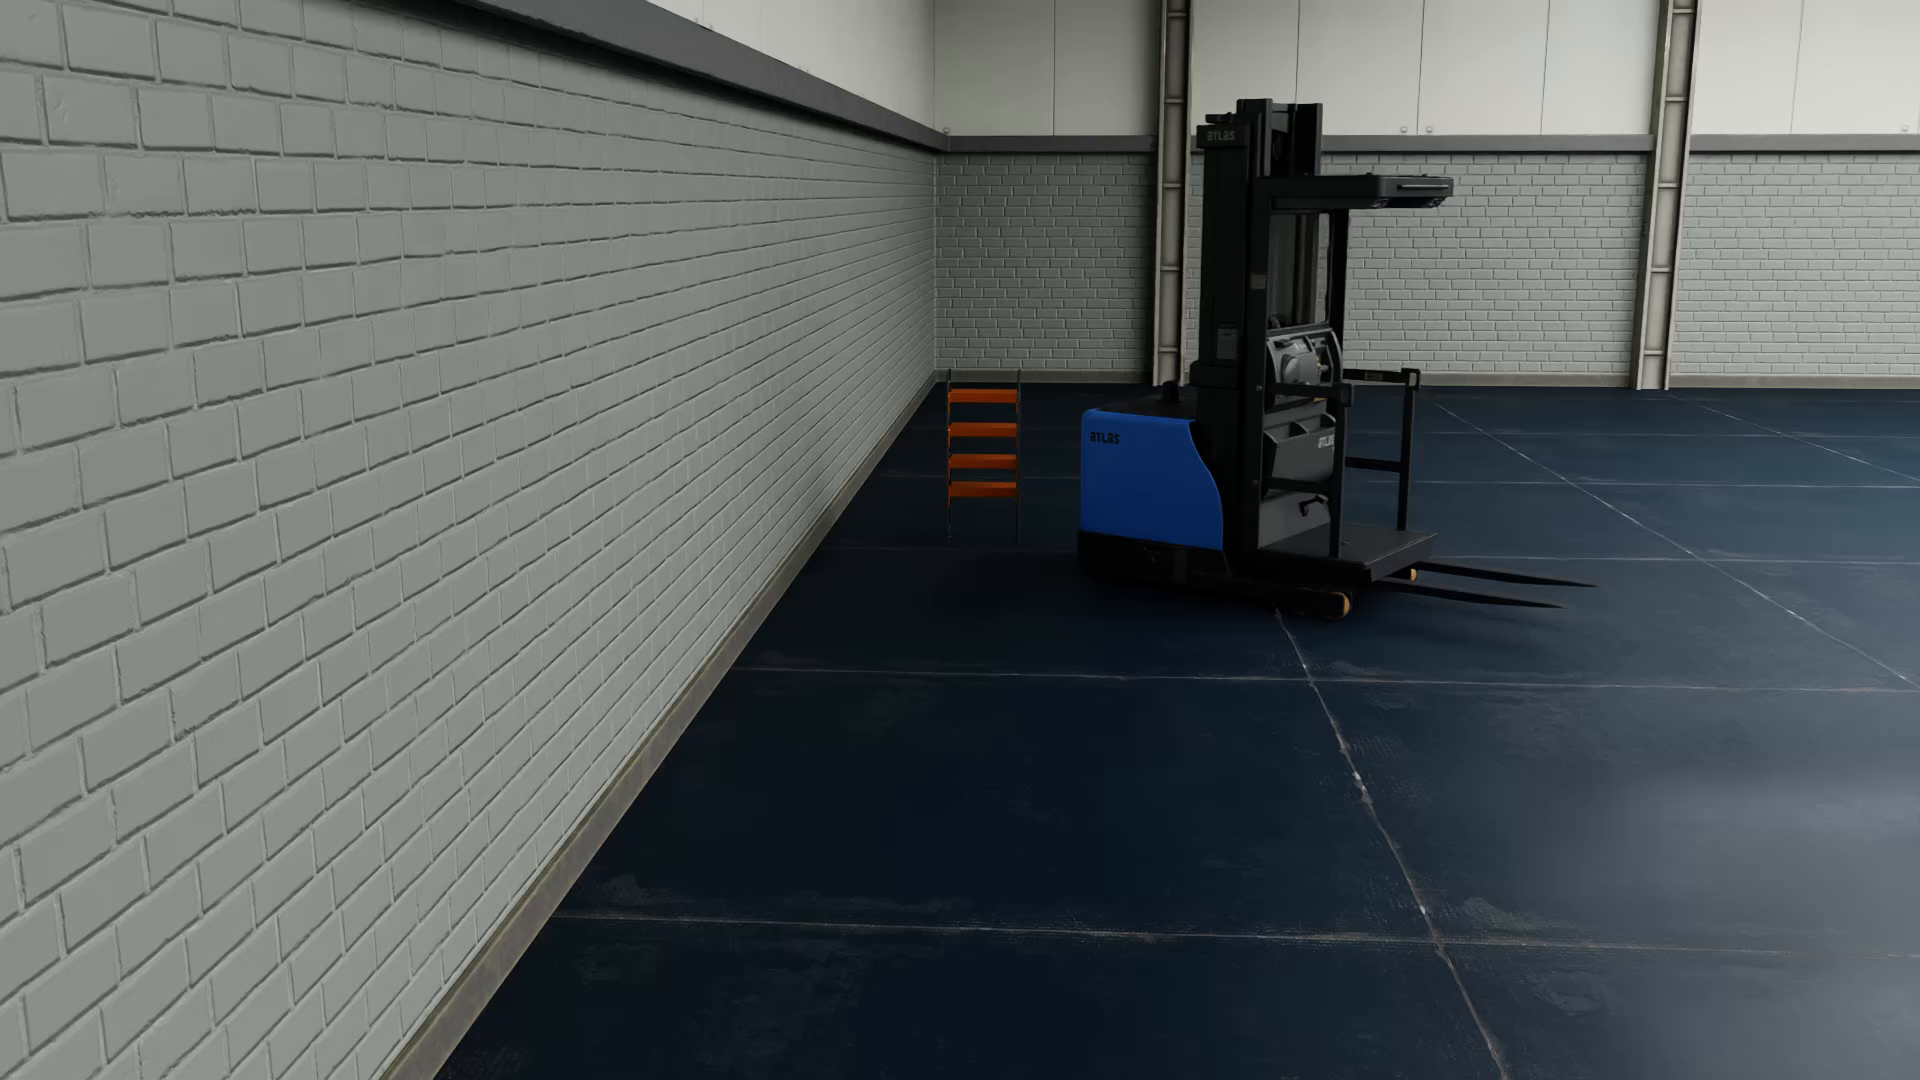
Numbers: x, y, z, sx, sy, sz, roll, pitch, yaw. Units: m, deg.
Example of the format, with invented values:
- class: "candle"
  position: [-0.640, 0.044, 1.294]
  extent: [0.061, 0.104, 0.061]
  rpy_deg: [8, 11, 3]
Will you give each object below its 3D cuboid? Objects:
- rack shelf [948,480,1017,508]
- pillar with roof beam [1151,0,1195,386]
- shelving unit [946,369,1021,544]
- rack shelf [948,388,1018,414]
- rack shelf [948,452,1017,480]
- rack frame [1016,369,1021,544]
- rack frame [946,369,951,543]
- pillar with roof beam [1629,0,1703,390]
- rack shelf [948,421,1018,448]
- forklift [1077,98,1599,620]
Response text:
- class: "rack shelf"
  position: [0.165, -0.325, 11.689]
  extent: [0.480, 0.148, 0.258]
  rpy_deg: [1, 12, 4]
- class: "pillar with roof beam"
  position: [2.367, -5.512, 16.139]
  extent: [0.400, 9.000, 9.100]
  rpy_deg: [1, 12, 4]
- class: "shelving unit"
  position: [0.165, -0.585, 11.634]
  extent: [0.503, 1.200, 0.258]
  rpy_deg: [1, 12, 4]
- class: "rack shelf"
  position: [0.165, -0.970, 11.554]
  extent: [0.480, 0.148, 0.258]
  rpy_deg: [1, 12, 4]
- class: "rack shelf"
  position: [0.165, -0.519, 11.648]
  extent: [0.480, 0.148, 0.258]
  rpy_deg: [1, 12, 4]
- class: "rack frame"
  position: [0.409, -0.582, 11.618]
  extent: [0.015, 1.200, 0.240]
  rpy_deg: [1, 12, 4]
- class: "rack frame"
  position: [-0.078, -0.588, 11.650]
  extent: [0.015, 1.200, 0.240]
  rpy_deg: [1, 12, 4]
- class: "pillar with roof beam"
  position: [8.353, -5.430, 15.747]
  extent: [0.400, 9.000, 9.100]
  rpy_deg: [1, 12, 4]
- class: "rack shelf"
  position: [0.165, -0.738, 11.602]
  extent: [0.480, 0.148, 0.258]
  rpy_deg: [1, 12, 4]
- class: "forklift"
  position: [2.232, -1.096, 9.849]
  extent: [3.031, 2.935, 1.130]
  rpy_deg: [9, 15, 36]
